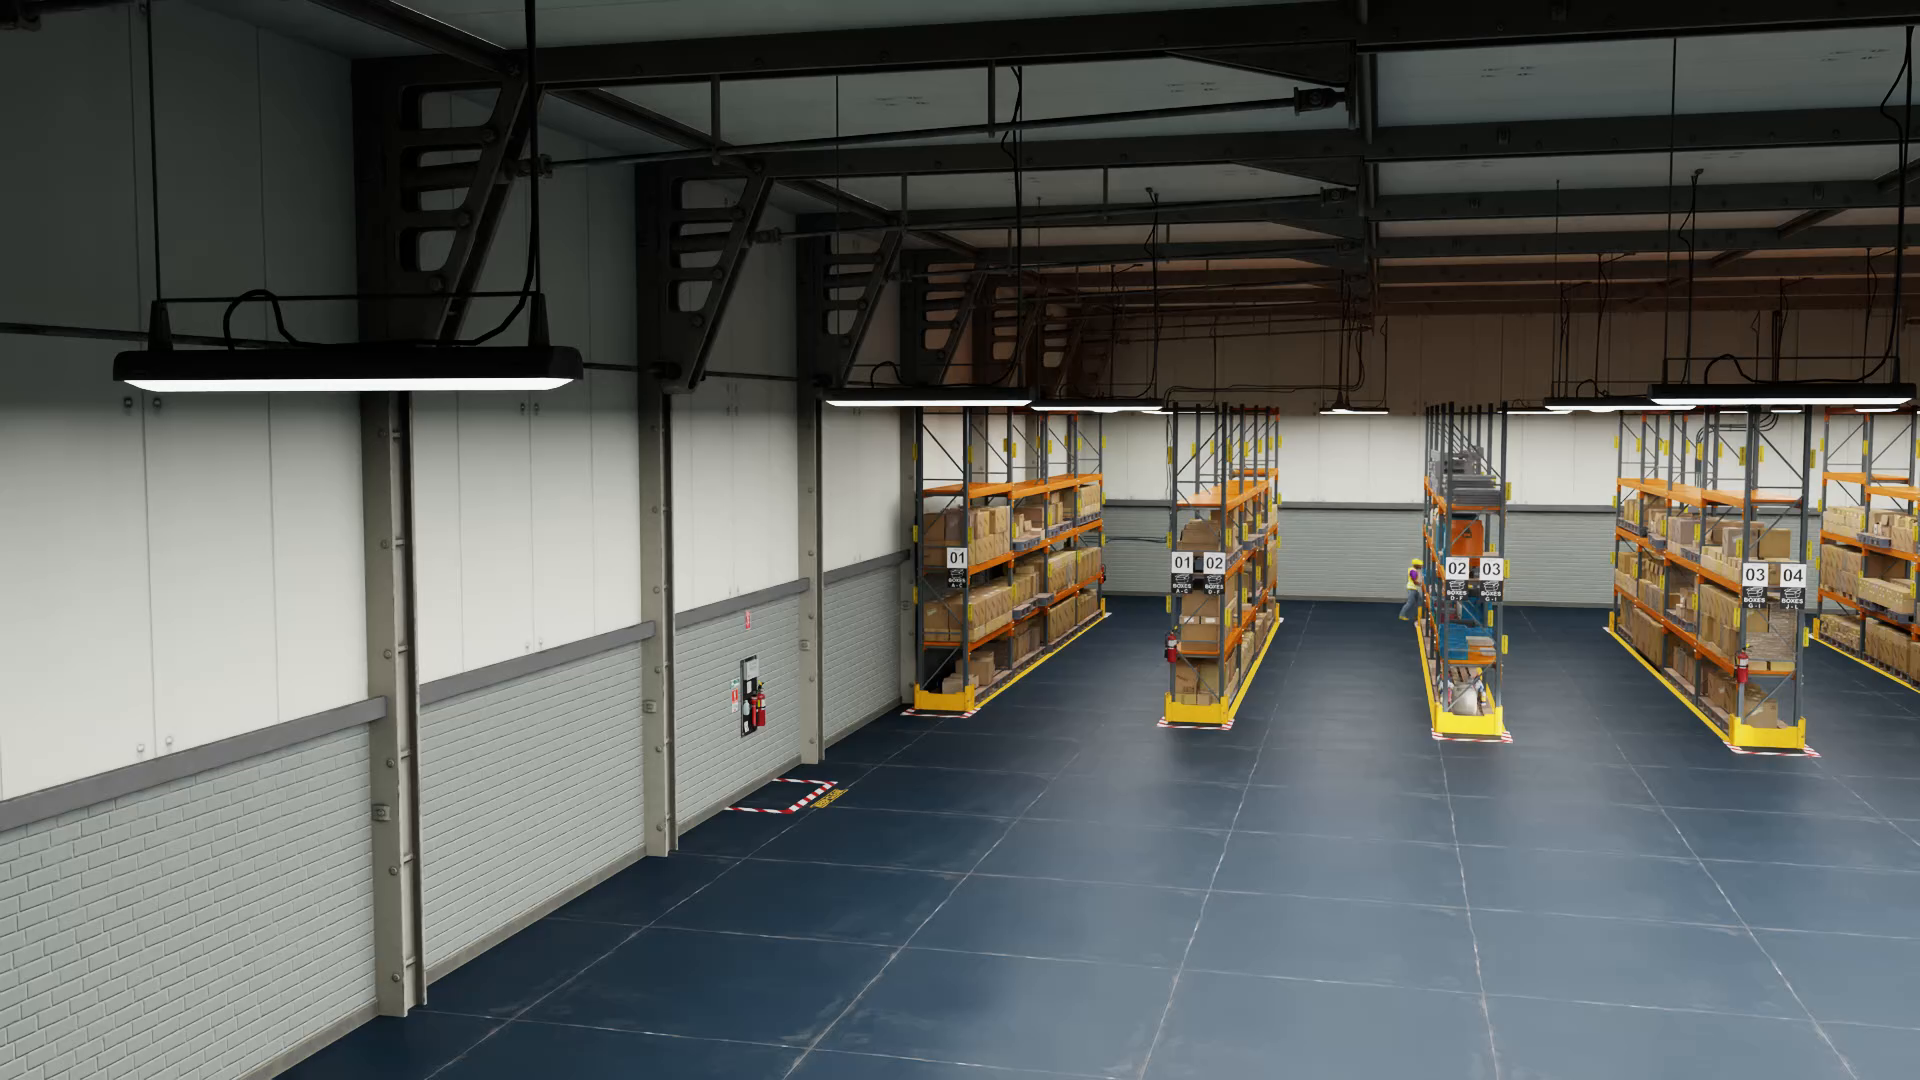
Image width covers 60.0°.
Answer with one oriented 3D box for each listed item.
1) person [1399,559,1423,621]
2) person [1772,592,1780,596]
[{"bbox_3d":[12.759,1.394,46.818,0.724,1.749,0.639,1,4,16],"label":"person"},{"bbox_3d":[21.804,1.630,44.157,1.095,1.599,0.476,-4,6,-40],"label":"person"}]
